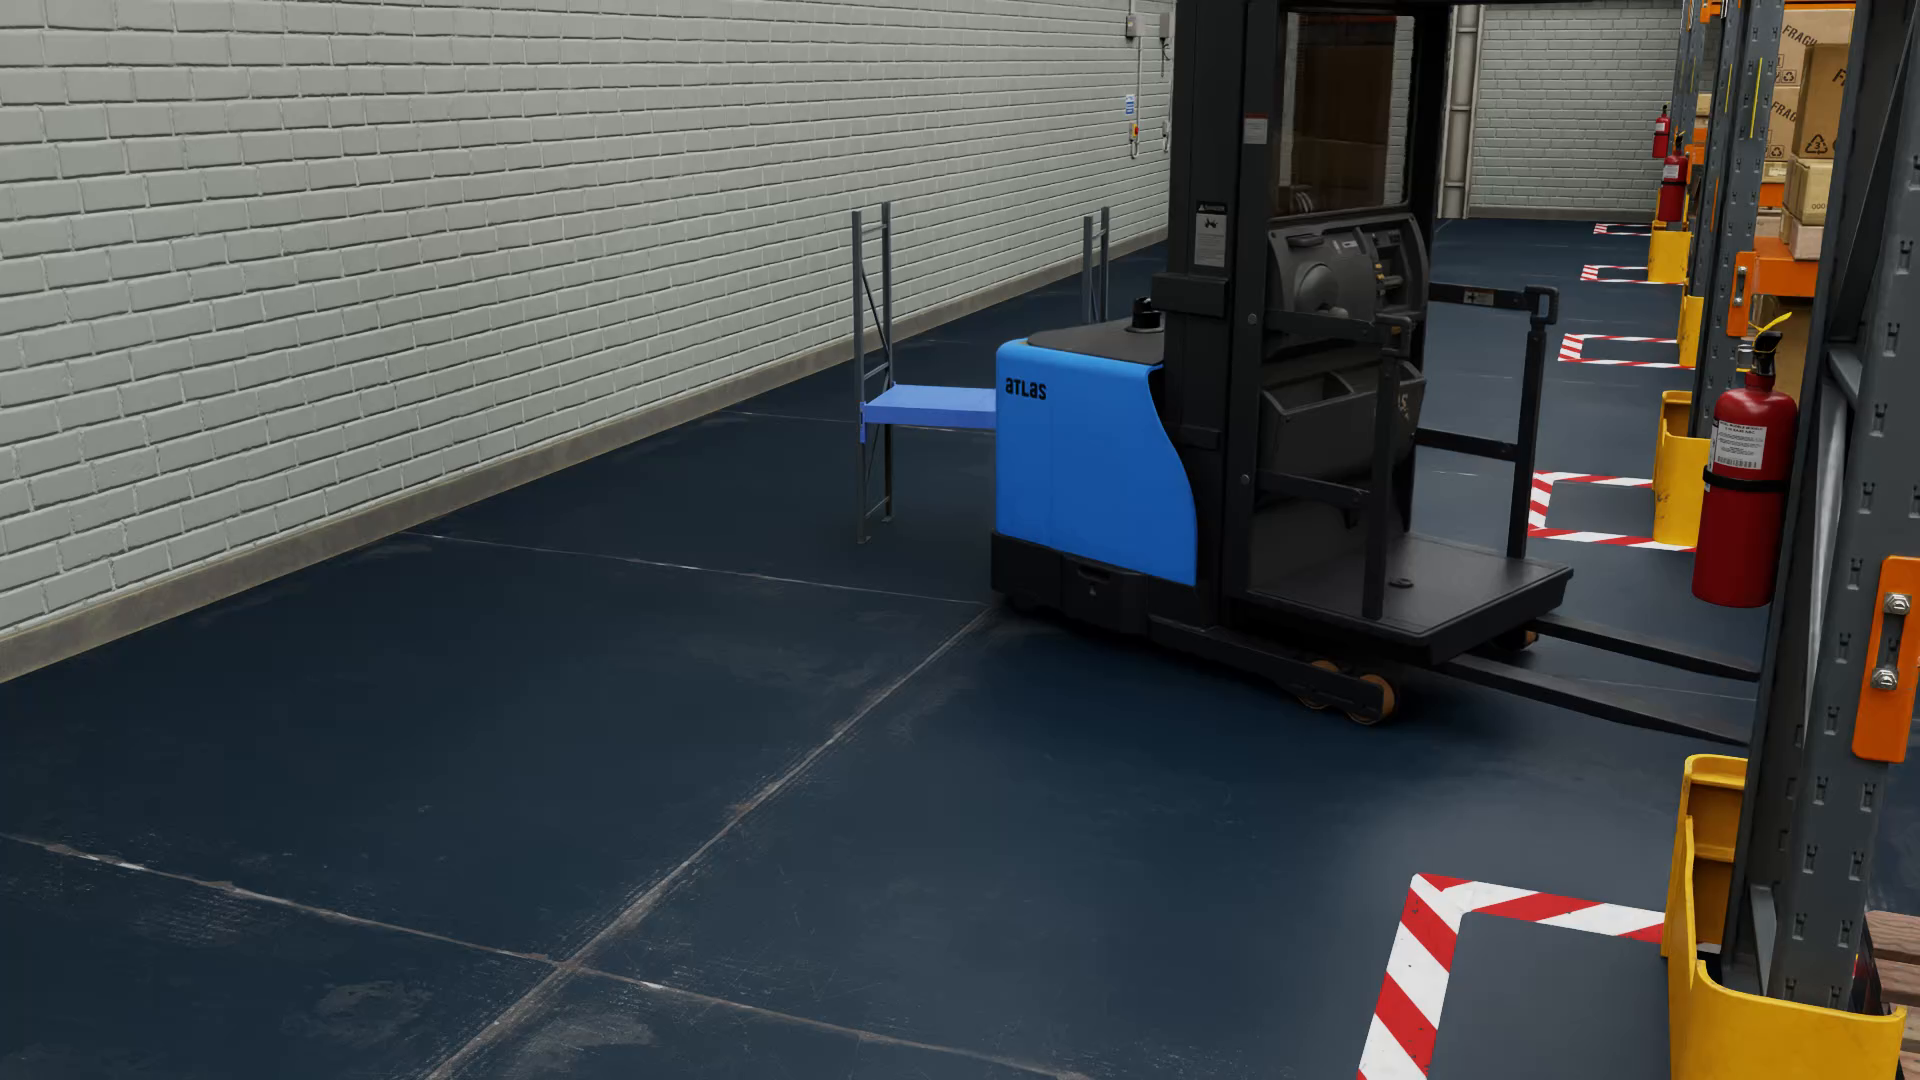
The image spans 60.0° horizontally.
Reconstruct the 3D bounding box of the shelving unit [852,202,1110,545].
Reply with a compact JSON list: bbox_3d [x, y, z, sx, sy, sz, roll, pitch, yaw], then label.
[{"bbox_3d":[0.099,-0.733,7.509,1.048,1.500,0.538,4,17,13],"label":"shelving unit"}]

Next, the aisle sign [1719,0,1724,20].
[{"bbox_3d":[5.531,-4.167,11.986,0.004,0.787,0.394,6,17,21],"label":"aisle sign"}]

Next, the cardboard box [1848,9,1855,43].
[{"bbox_3d":[6.281,-3.340,11.292,0.500,0.500,0.500,7,18,22],"label":"cardboard box"}]

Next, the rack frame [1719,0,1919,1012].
[{"bbox_3d":[1.757,-0.273,3.234,0.127,3.000,1.000,6,17,21],"label":"rack frame"}]

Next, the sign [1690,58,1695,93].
[{"bbox_3d":[7.002,-4.438,15.887,0.005,0.325,0.100,6,17,21],"label":"sign"}]

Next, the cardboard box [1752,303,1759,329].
[{"bbox_3d":[6.055,-1.667,12.394,0.250,0.149,0.380,7,17,22],"label":"cardboard box"}]

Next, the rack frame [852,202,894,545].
[{"bbox_3d":[-0.394,-0.767,7.626,0.032,1.500,0.500,4,17,13],"label":"rack frame"}]

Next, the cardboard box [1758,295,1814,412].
[{"bbox_3d":[4.199,-0.694,7.743,0.875,0.875,0.875,6,17,21],"label":"cardboard box"}]

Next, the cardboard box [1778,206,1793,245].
[{"bbox_3d":[4.027,-1.486,7.863,0.250,0.149,0.380,7,17,22],"label":"cardboard box"}]

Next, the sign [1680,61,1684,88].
[{"bbox_3d":[8.830,-5.691,20.343,0.005,0.325,0.100,6,17,21],"label":"sign"}]

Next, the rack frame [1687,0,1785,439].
[{"bbox_3d":[3.575,-1.558,7.659,0.127,3.000,1.000,6,17,21],"label":"rack frame"}]

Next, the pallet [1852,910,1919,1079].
[{"bbox_3d":[2.510,1.160,3.298,1.213,0.211,1.003,6,17,21],"label":"pallet"}]

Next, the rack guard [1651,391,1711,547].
[{"bbox_3d":[3.552,-0.360,8.016,0.348,0.500,1.175,6,17,21],"label":"rack guard"}]

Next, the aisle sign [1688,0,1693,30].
[{"bbox_3d":[7.258,-5.464,16.452,0.004,0.787,0.394,6,17,21],"label":"aisle sign"}]

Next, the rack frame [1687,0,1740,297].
[{"bbox_3d":[5.489,-2.834,12.055,0.127,3.000,1.000,6,17,21],"label":"rack frame"}]

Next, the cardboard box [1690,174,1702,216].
[{"bbox_3d":[9.563,-4.331,20.937,0.637,0.503,0.797,6,17,18],"label":"cardboard box"}]

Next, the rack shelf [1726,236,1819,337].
[{"bbox_3d":[5.435,-1.008,7.055,4.000,0.370,1.077,6,17,21],"label":"rack shelf"}]

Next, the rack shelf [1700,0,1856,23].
[{"bbox_3d":[9.071,-5.018,15.490,4.000,0.370,1.077,6,17,21],"label":"rack shelf"}]

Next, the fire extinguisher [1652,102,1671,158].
[{"bbox_3d":[8.722,-5.095,20.650,0.183,0.674,0.296,6,17,21],"label":"fire extinguisher"}]

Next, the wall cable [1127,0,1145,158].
[{"bbox_3d":[1.957,-5.202,18.332,0.123,1.953,0.585,6,17,21],"label":"wall cable"}]

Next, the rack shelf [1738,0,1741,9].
[{"bbox_3d":[7.349,-3.724,11.032,4.000,0.370,1.077,6,17,21],"label":"rack shelf"}]

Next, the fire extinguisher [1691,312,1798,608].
[{"bbox_3d":[1.784,-0.190,3.756,0.183,0.674,0.296,6,17,21],"label":"fire extinguisher"}]

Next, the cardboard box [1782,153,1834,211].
[{"bbox_3d":[4.123,-1.648,7.705,0.500,0.250,0.500,6,17,20],"label":"cardboard box"}]

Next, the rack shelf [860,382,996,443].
[{"bbox_3d":[0.099,-0.560,7.559,1.000,0.185,0.538,4,17,13],"label":"rack shelf"}]

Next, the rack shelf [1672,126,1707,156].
[{"bbox_3d":[10.889,-4.866,20.344,4.000,0.370,1.077,6,17,21],"label":"rack shelf"}]

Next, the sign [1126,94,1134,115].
[{"bbox_3d":[1.882,-4.822,18.419,0.001,0.218,0.327,6,17,21],"label":"sign"}]

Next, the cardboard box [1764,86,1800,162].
[{"bbox_3d":[5.805,-2.907,11.594,0.500,0.500,0.500,7,18,23],"label":"cardboard box"}]

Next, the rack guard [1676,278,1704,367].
[{"bbox_3d":[5.559,-1.626,12.376,0.348,0.500,1.175,6,17,21],"label":"rack guard"}]

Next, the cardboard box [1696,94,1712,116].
[{"bbox_3d":[9.352,-5.370,20.527,0.500,0.250,0.500,6,17,21],"label":"cardboard box"}]

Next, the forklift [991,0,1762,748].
[{"bbox_3d":[1.521,-0.952,5.697,1.130,2.935,3.031,-16,22,-43],"label":"forklift"}]

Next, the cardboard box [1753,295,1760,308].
[{"bbox_3d":[6.084,-1.829,12.421,0.250,0.149,0.380,6,17,19],"label":"cardboard box"}]

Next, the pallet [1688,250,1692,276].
[{"bbox_3d":[7.983,-2.727,16.689,1.213,0.211,1.003,6,17,21],"label":"pallet"}]

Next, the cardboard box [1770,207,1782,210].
[{"bbox_3d":[10.344,-4.232,20.602,0.500,0.500,0.700,7,18,23],"label":"cardboard box"}]
